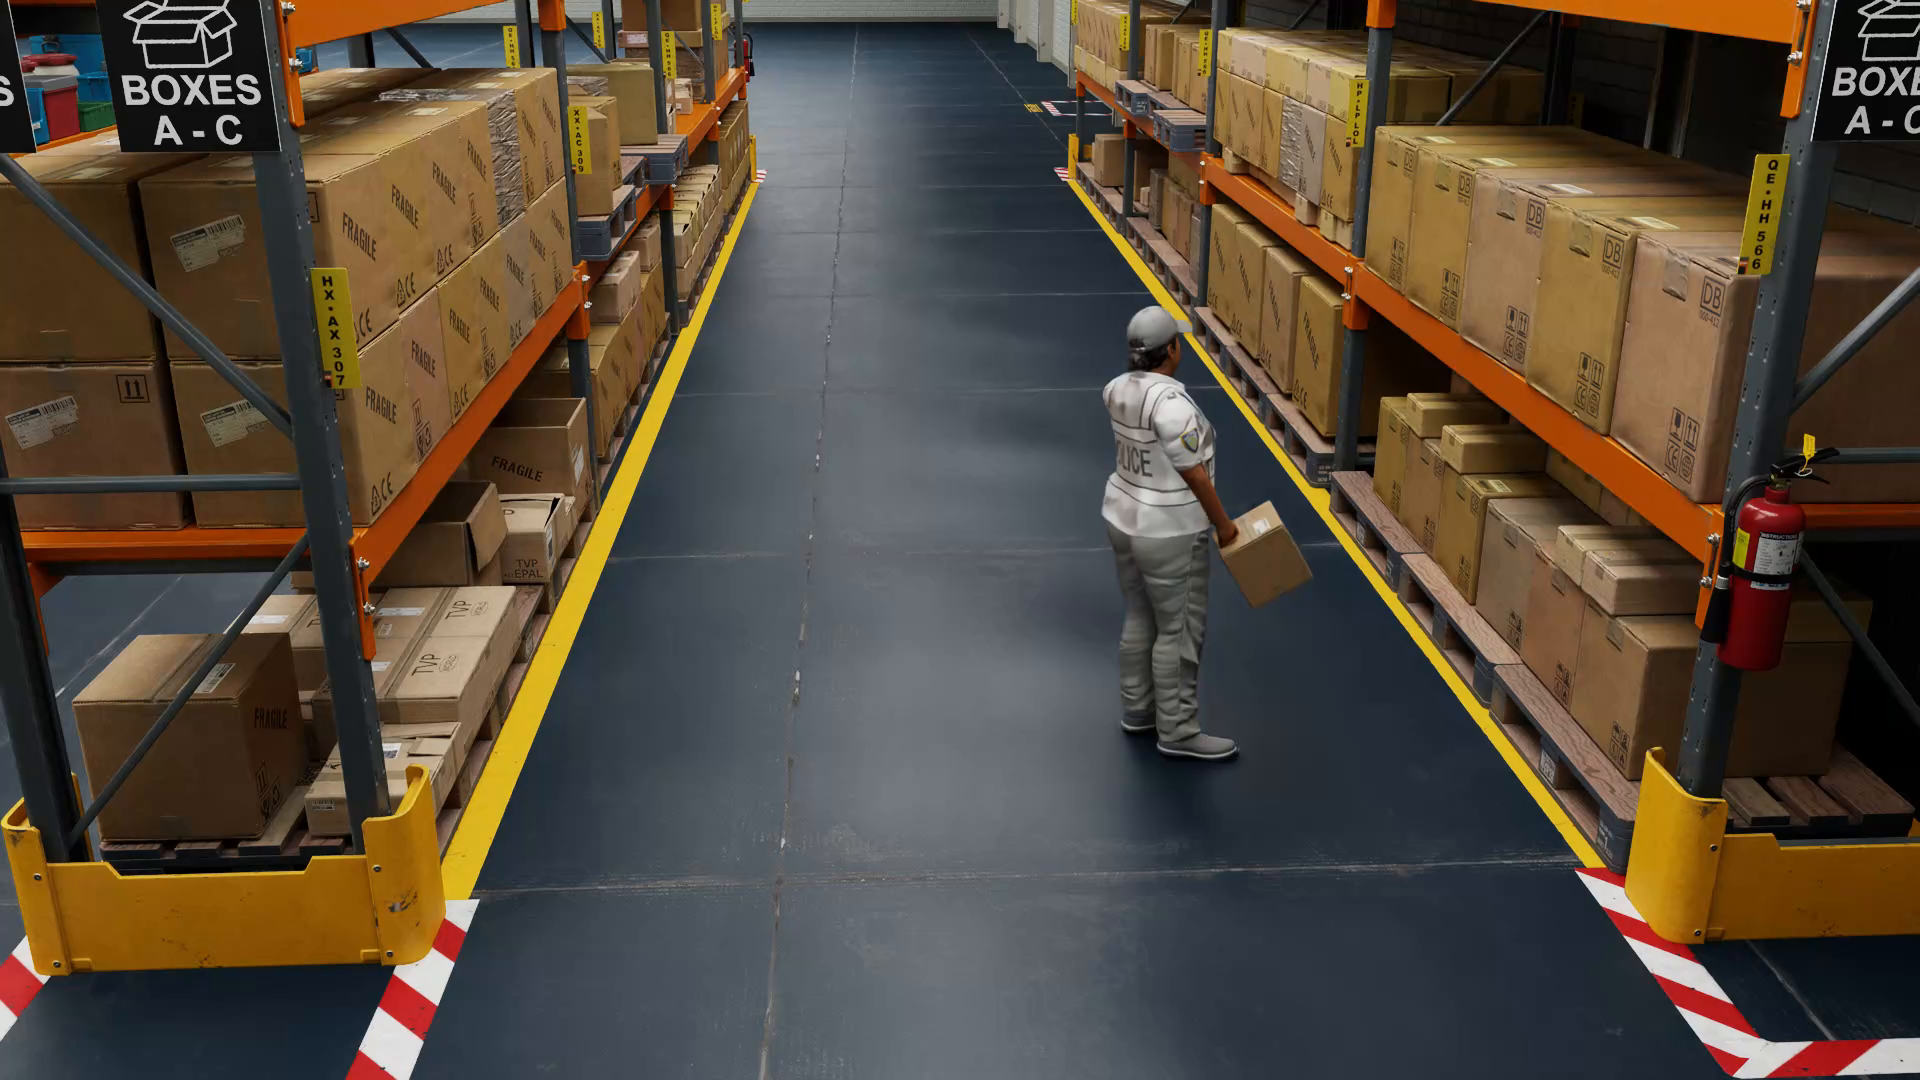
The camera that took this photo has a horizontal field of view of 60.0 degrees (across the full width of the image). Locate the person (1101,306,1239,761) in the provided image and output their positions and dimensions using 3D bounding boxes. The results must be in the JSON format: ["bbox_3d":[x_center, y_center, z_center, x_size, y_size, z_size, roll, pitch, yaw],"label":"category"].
[{"bbox_3d":[0.776,-0.030,6.131,0.439,1.674,0.555,-9,22,-23],"label":"person"}]
